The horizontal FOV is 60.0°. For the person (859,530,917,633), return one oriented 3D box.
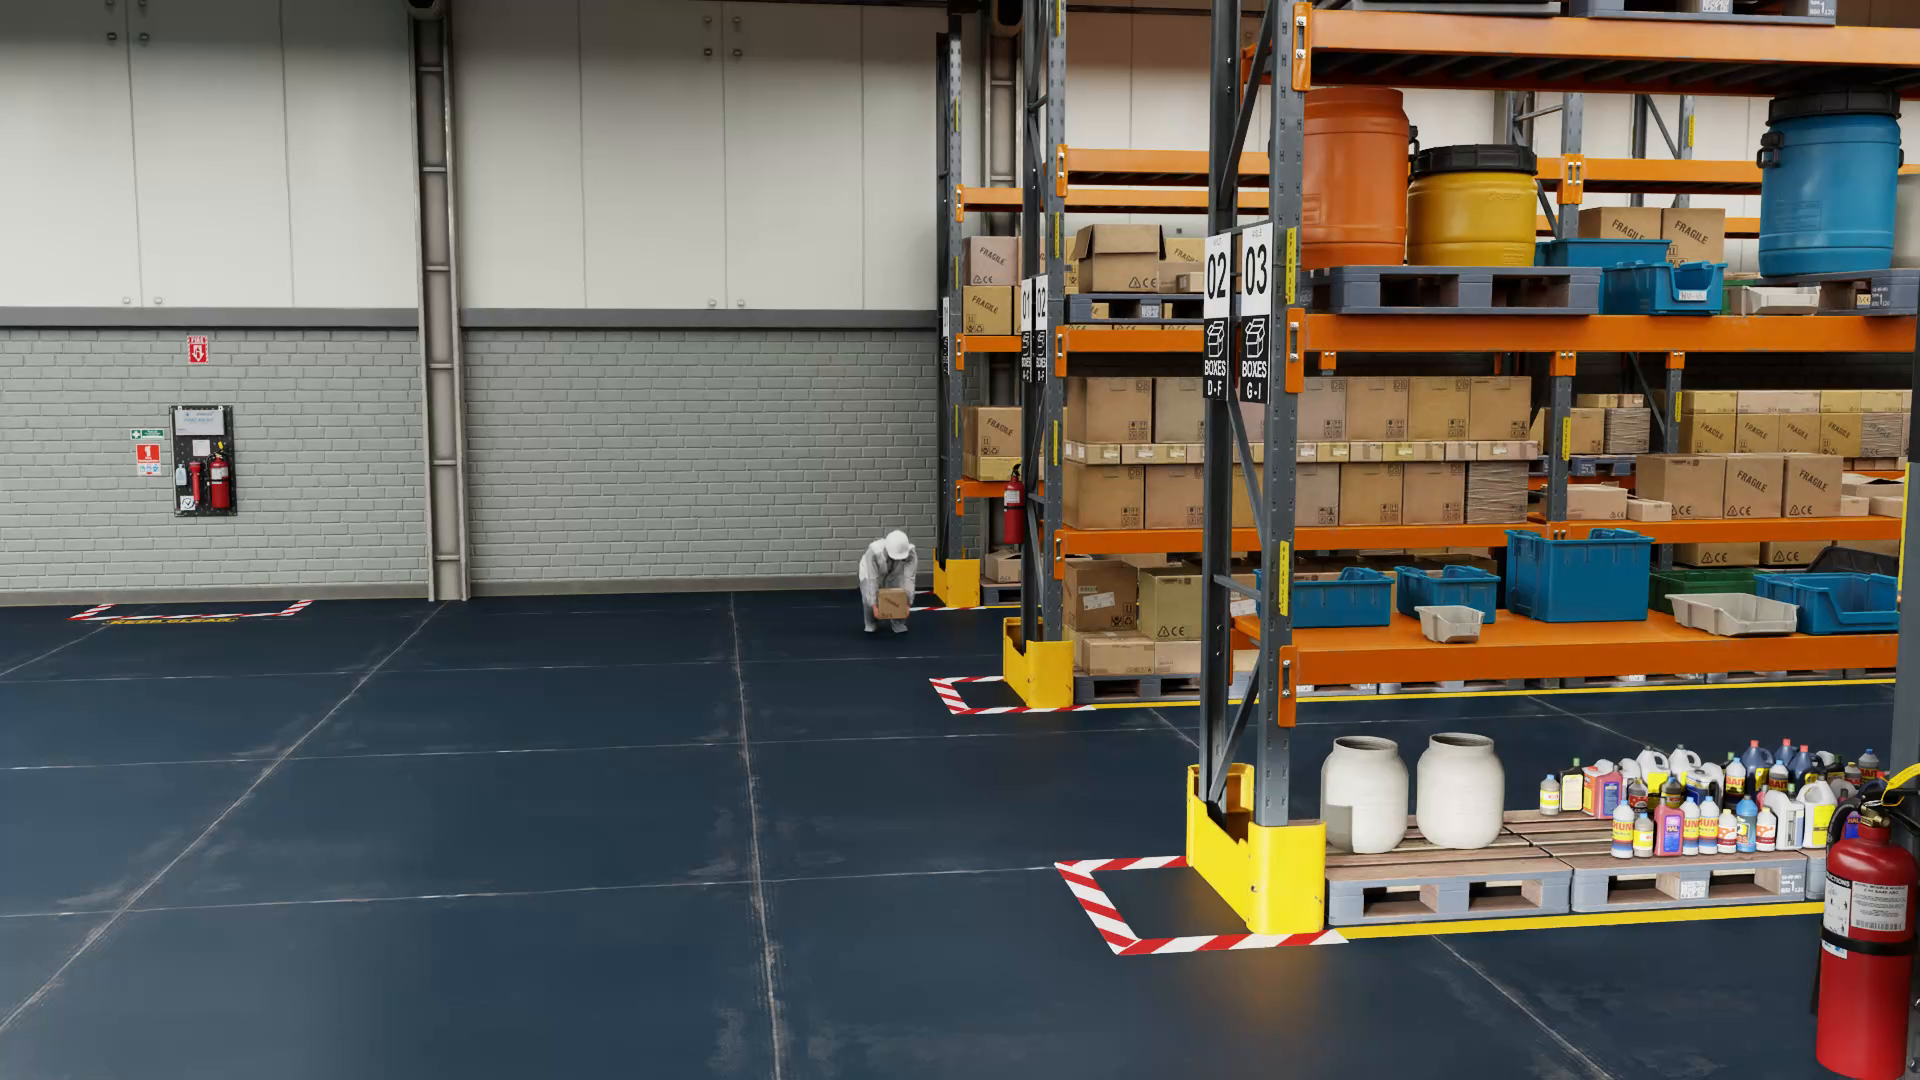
[{"bbox_3d":[-0.675,0.378,15.668,0.515,1.017,0.894,-1,7,-10],"label":"person"}]
